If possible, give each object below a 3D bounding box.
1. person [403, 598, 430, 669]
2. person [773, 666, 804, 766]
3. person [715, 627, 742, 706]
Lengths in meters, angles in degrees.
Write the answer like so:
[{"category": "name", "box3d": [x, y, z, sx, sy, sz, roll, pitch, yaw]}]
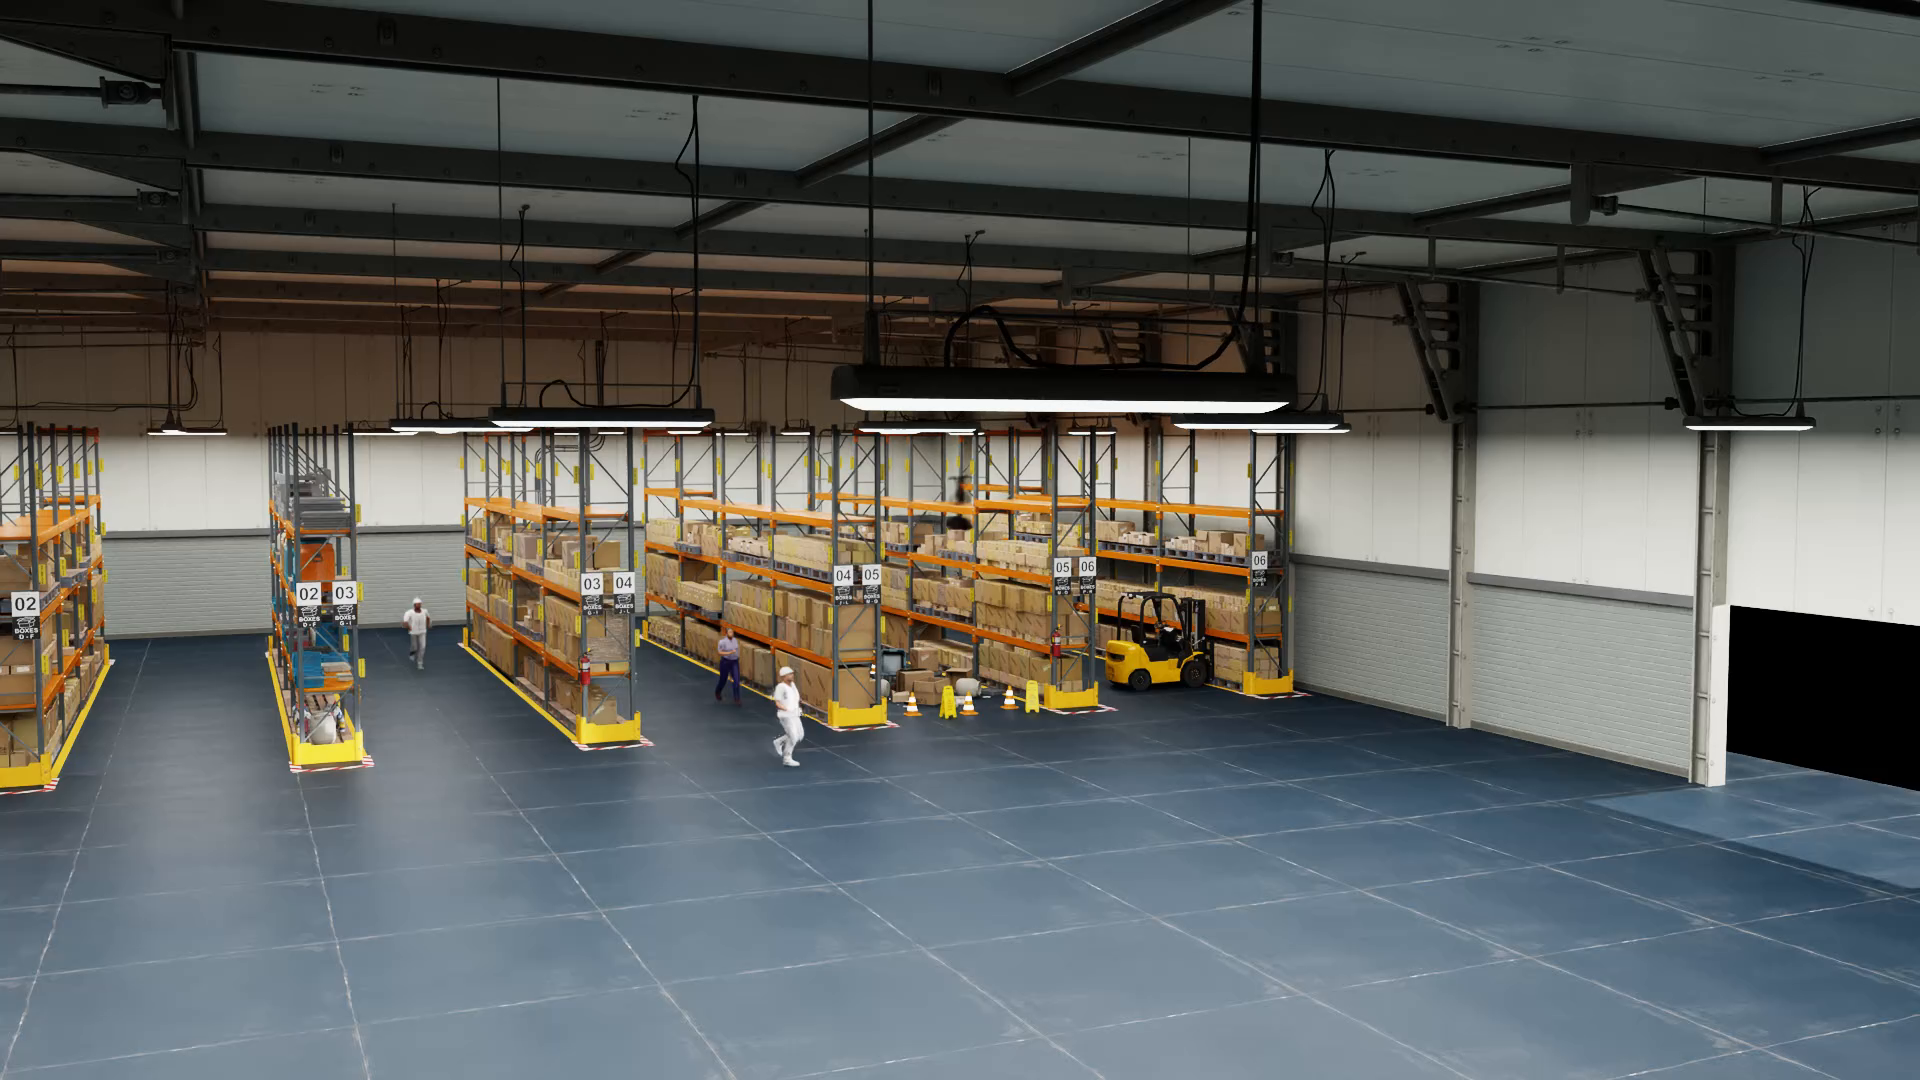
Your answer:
[{"category": "person", "box3d": [-13.561, 2.334, 41.562, 0.708, 1.765, 0.824, -2, 4, -33]}, {"category": "person", "box3d": [-3.033, 3.081, 29.125, 0.603, 1.737, 0.685, 1, 4, 18]}, {"category": "person", "box3d": [-4.978, 2.692, 35.762, 0.598, 1.652, 0.933, -2, 4, -35]}]
